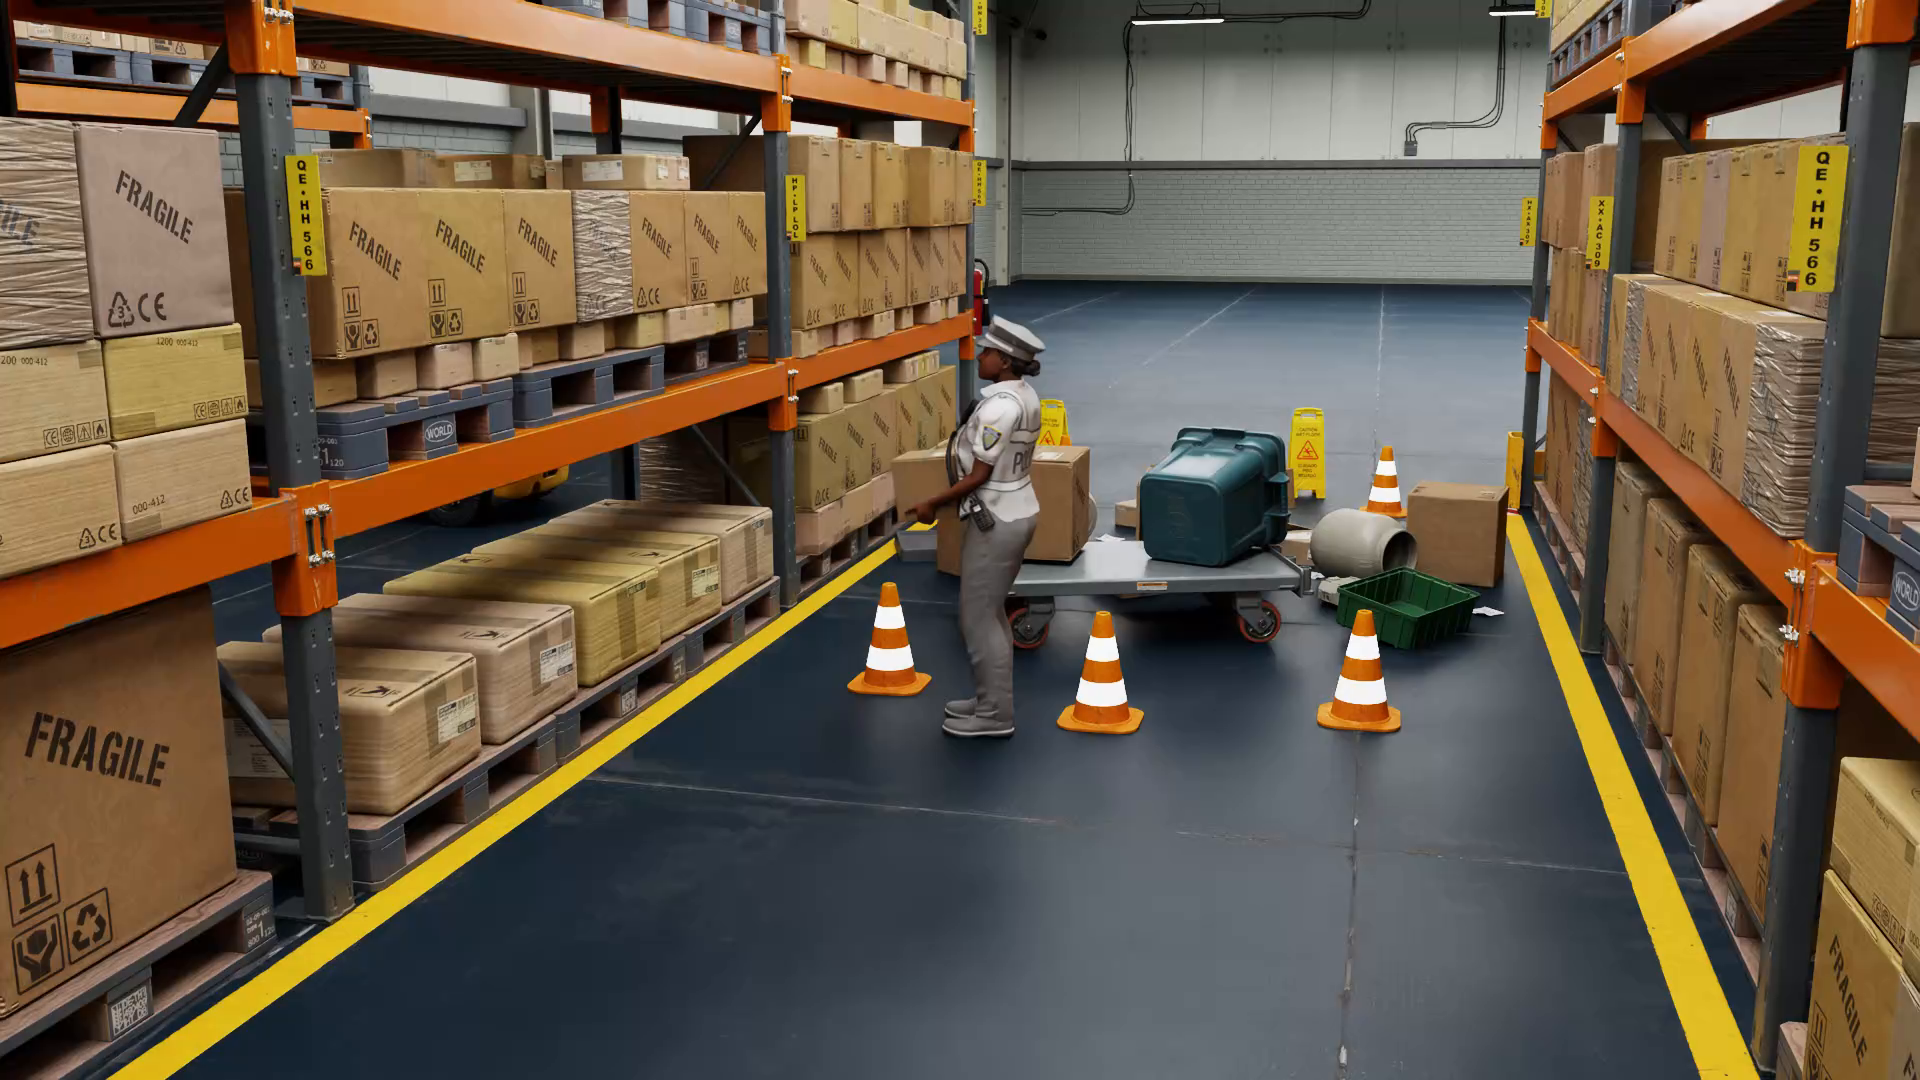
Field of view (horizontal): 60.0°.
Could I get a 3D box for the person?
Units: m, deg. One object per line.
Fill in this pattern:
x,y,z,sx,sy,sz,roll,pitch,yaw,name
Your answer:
0.072,-0.063,6.685,0.540,1.688,0.449,3,12,14,person
